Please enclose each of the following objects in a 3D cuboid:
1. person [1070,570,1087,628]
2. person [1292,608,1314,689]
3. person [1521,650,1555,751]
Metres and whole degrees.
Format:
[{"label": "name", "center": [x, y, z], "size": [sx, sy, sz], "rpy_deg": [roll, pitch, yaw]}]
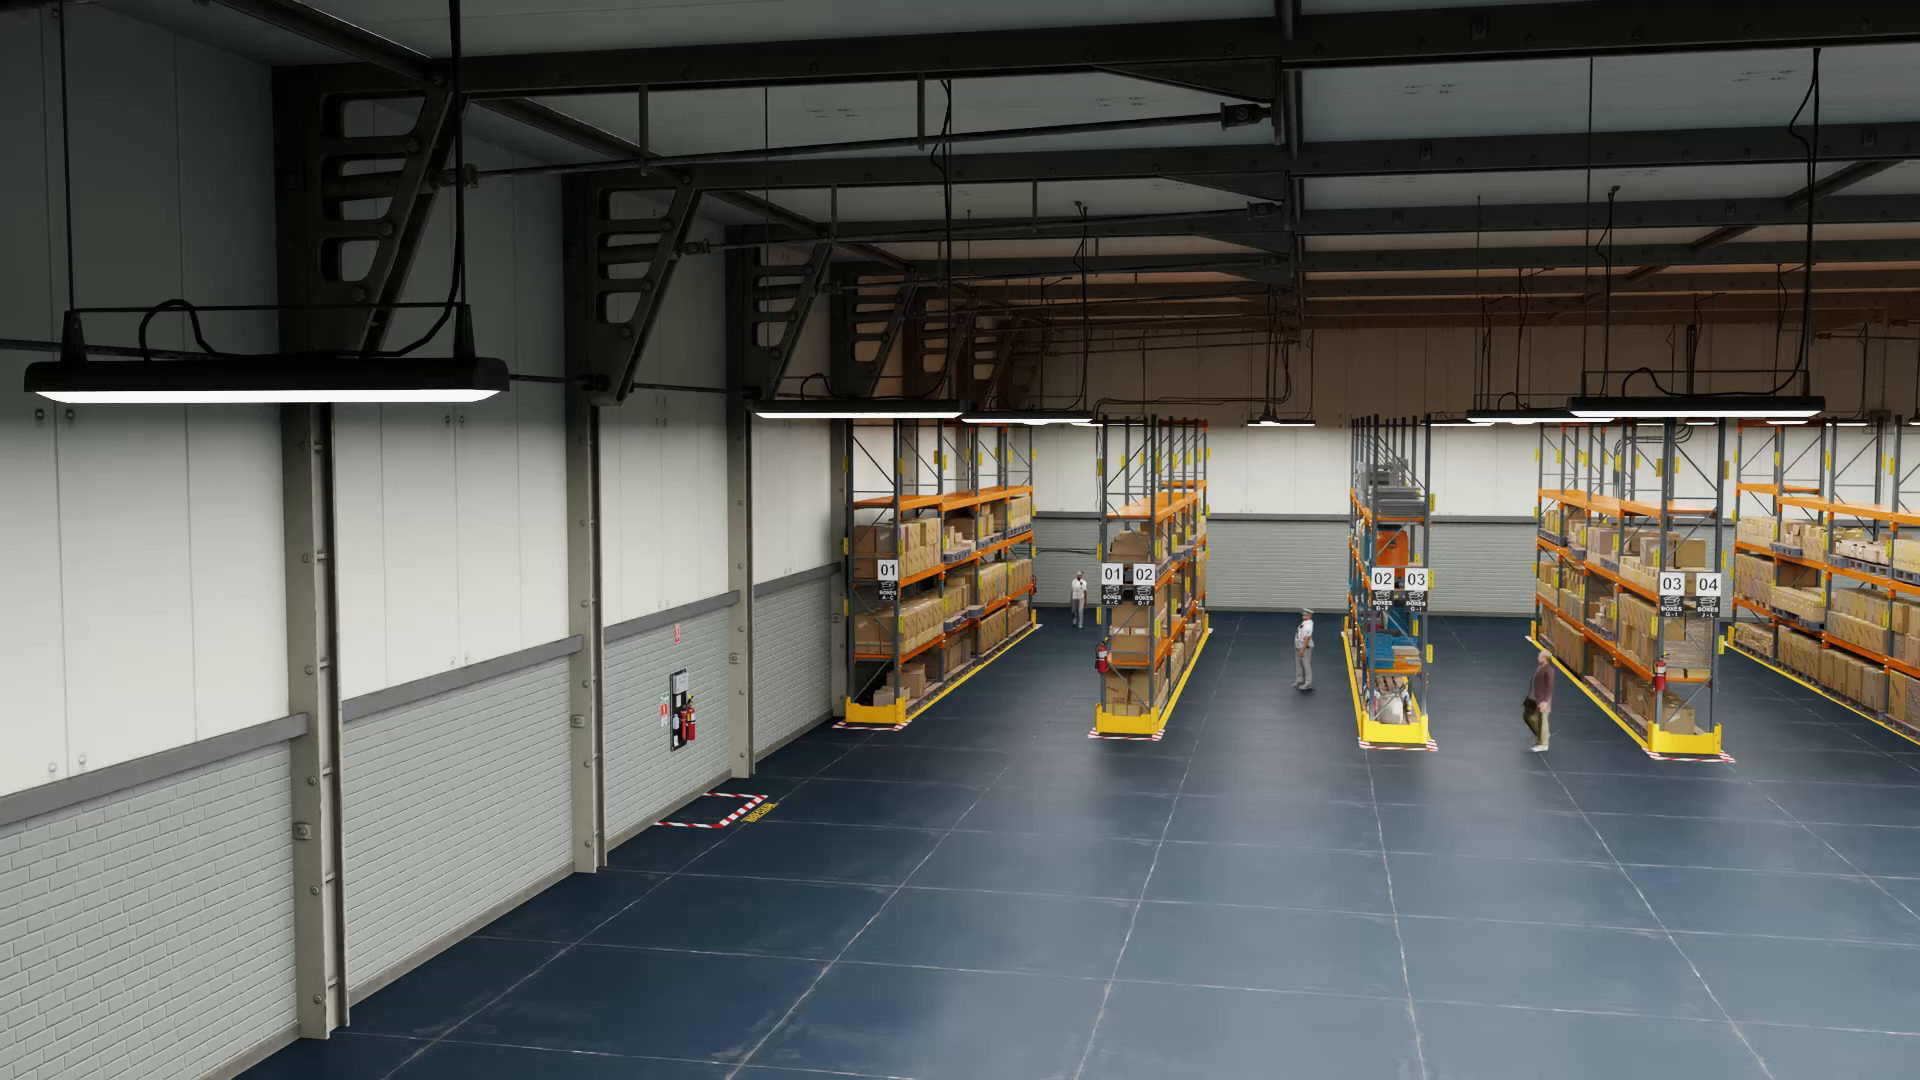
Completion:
[{"label": "person", "center": [3.431, 1.687, 47.960], "size": [0.476, 1.661, 0.665], "rpy_deg": [1, 4, 9]}, {"label": "person", "center": [7.606, 2.392, 36.784], "size": [0.483, 1.755, 0.587], "rpy_deg": [-1, 4, -10]}, {"label": "person", "center": [10.342, 2.846, 29.699], "size": [0.584, 1.776, 0.655], "rpy_deg": [-1, 4, -20]}]
